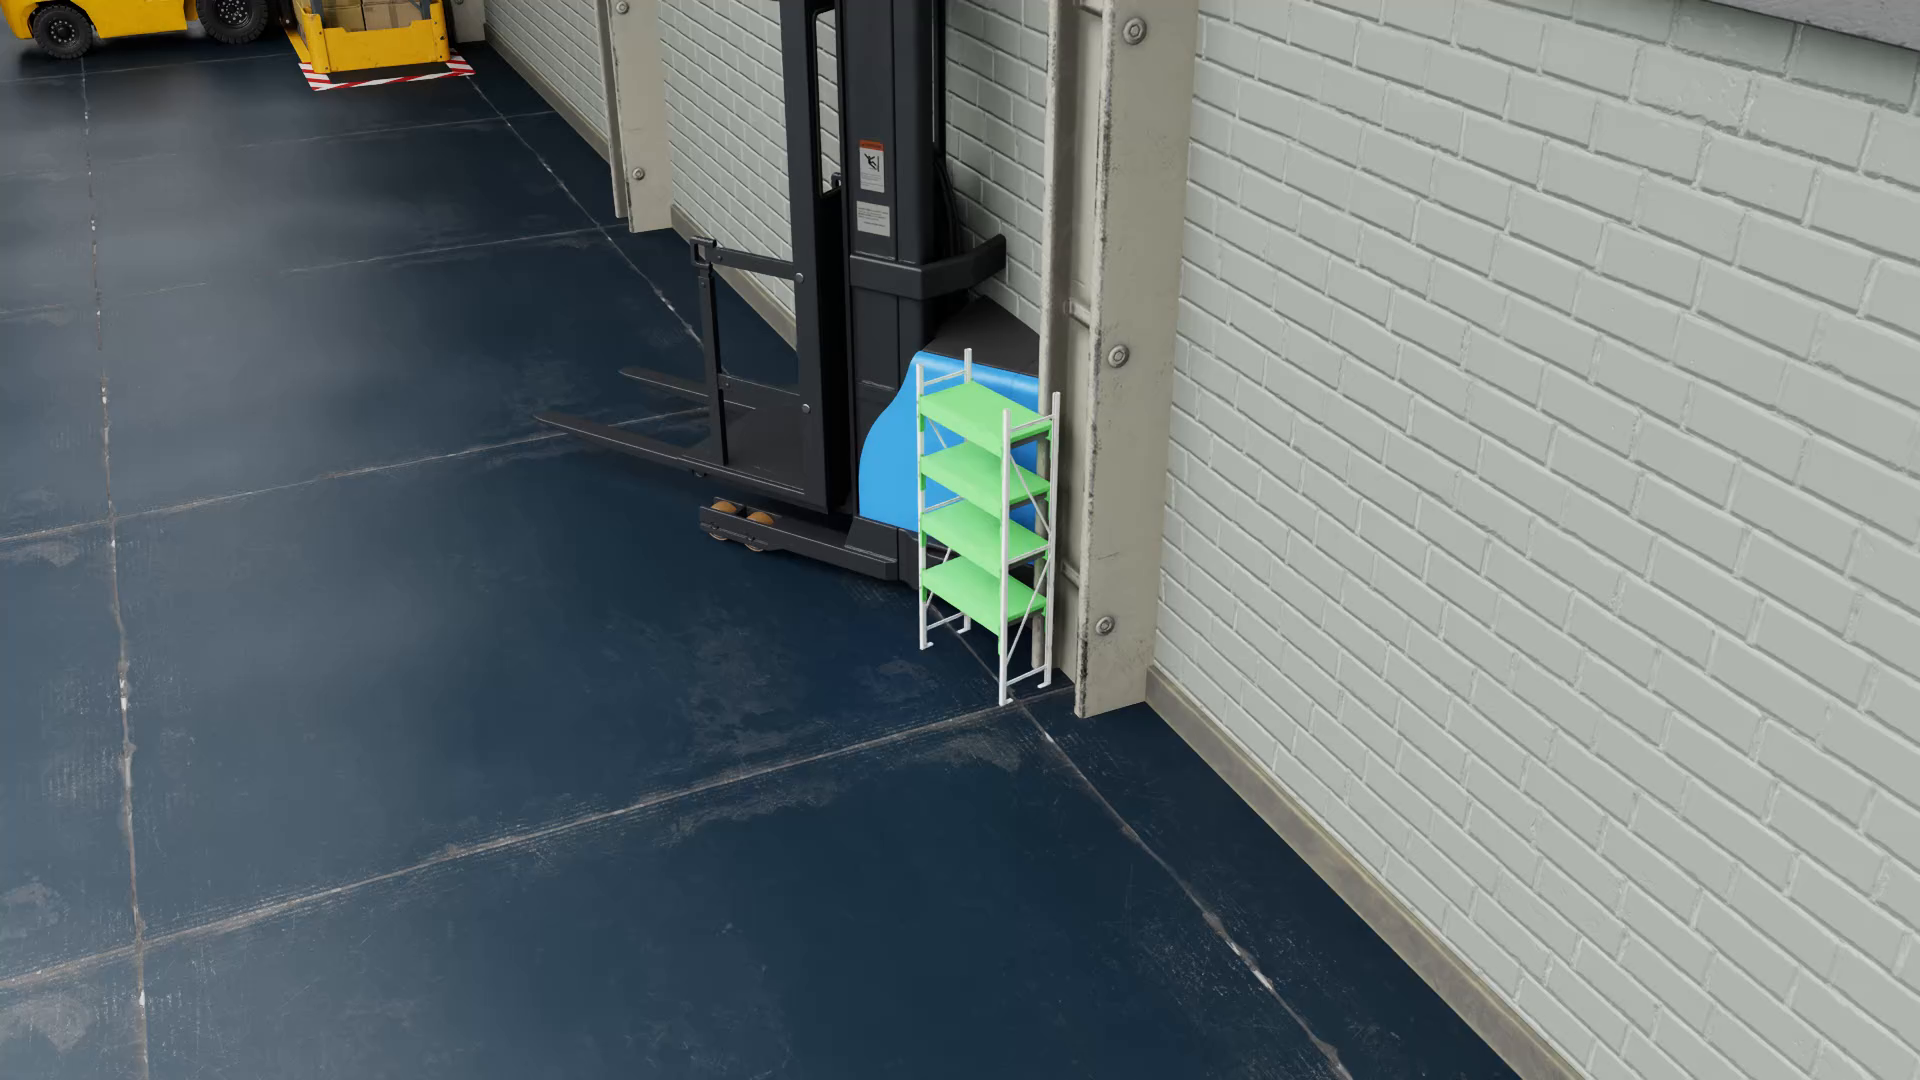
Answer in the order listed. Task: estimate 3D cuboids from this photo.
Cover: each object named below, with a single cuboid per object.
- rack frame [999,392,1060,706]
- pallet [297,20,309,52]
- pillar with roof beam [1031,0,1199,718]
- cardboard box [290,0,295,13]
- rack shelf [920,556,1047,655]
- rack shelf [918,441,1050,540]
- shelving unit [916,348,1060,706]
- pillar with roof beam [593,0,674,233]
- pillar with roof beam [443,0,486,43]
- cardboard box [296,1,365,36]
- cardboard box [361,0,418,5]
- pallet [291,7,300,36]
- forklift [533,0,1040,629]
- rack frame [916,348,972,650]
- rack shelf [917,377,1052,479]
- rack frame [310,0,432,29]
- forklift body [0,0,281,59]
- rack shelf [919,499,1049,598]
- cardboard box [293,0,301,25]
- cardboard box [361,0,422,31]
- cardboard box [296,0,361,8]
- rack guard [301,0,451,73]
[{"bbox_3d":[0.245,0.053,5.928,0.240,1.200,0.015,-21,35,-33],"label":"rack frame"},{"bbox_3d":[-5.537,-4.691,15.399,1.003,0.211,1.213,-13,32,-22],"label":"pallet"},{"bbox_3d":[-3.392,-2.487,2.484,9.100,9.000,0.400,-13,32,-22],"label":"pillar with roof beam"},{"bbox_3d":[-6.069,-5.147,15.745,0.500,0.250,0.500,-13,32,-21],"label":"cardboard box"},{"bbox_3d":[0.094,0.225,6.244,0.258,0.148,0.480,-21,35,-33],"label":"rack shelf"},{"bbox_3d":[0.094,-0.194,6.009,0.258,0.148,0.480,-21,35,-33],"label":"rack shelf"},{"bbox_3d":[0.094,-0.041,6.096,0.258,1.200,0.503,-21,35,-33],"label":"shelving unit"},{"bbox_3d":[-5.968,-5.137,7.210,9.100,9.000,0.400,-13,32,-22],"label":"pillar with roof beam"},{"bbox_3d":[-8.544,-7.787,11.937,9.100,9.000,0.400,-13,32,-22],"label":"pillar with roof beam"},{"bbox_3d":[-5.658,-4.703,14.952,0.500,0.250,0.500,-13,32,-22],"label":"cardboard box"},{"bbox_3d":[-5.185,-5.031,15.026,0.500,0.250,0.500,-12,32,-21],"label":"cardboard box"},{"bbox_3d":[-6.056,-5.229,16.359,1.003,0.211,1.213,-13,32,-22],"label":"pallet"},{"bbox_3d":[-0.541,-1.434,6.811,3.031,2.935,1.130,16,33,26],"label":"forklift"},{"bbox_3d":[-0.056,-0.135,6.263,0.240,1.200,0.015,-21,35,-33],"label":"rack frame"},{"bbox_3d":[0.094,-0.403,5.892,0.258,0.148,0.480,-21,35,-33],"label":"rack shelf"},{"bbox_3d":[-5.171,-5.578,14.130,1.000,3.000,0.127,-13,32,-22],"label":"rack frame"},{"bbox_3d":[-7.632,-5.662,15.149,2.313,2.155,1.214,-13,32,-22],"label":"forklift body"},{"bbox_3d":[0.094,0.015,6.127,0.258,0.148,0.480,-21,35,-33],"label":"rack shelf"},{"bbox_3d":[-5.863,-4.925,15.347,0.500,0.250,0.500,-13,32,-22],"label":"cardboard box"},{"bbox_3d":[-5.205,-4.820,15.160,0.500,0.250,0.500,-13,32,-22],"label":"cardboard box"},{"bbox_3d":[-5.662,-4.929,14.844,0.500,0.250,0.500,-14,32,-23],"label":"cardboard box"},{"bbox_3d":[-5.160,-4.477,14.723,1.175,0.500,0.348,-13,32,-22],"label":"rack guard"}]
